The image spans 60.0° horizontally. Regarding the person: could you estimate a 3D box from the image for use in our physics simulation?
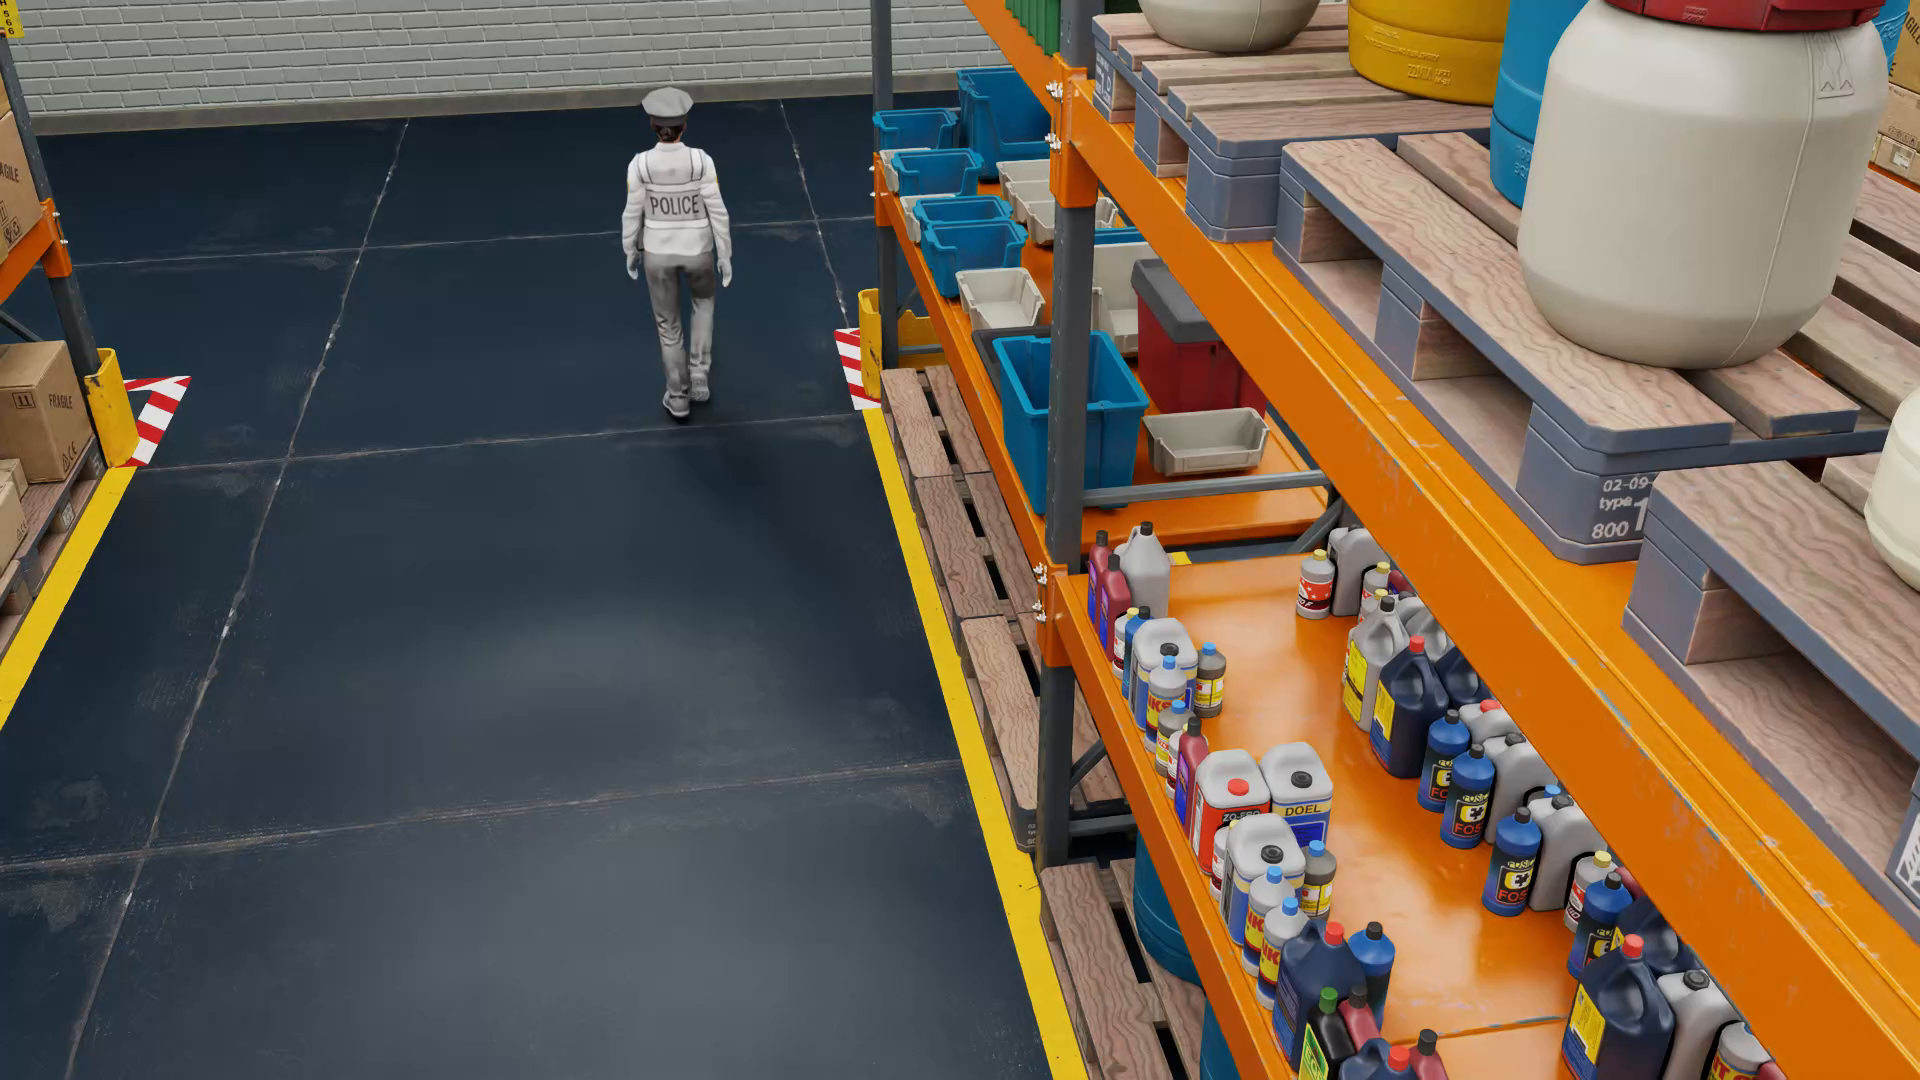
[{"bbox_3d":[-1.449,-1.461,8.538,0.538,1.695,0.468,-7,32,-12],"label":"person"}]
